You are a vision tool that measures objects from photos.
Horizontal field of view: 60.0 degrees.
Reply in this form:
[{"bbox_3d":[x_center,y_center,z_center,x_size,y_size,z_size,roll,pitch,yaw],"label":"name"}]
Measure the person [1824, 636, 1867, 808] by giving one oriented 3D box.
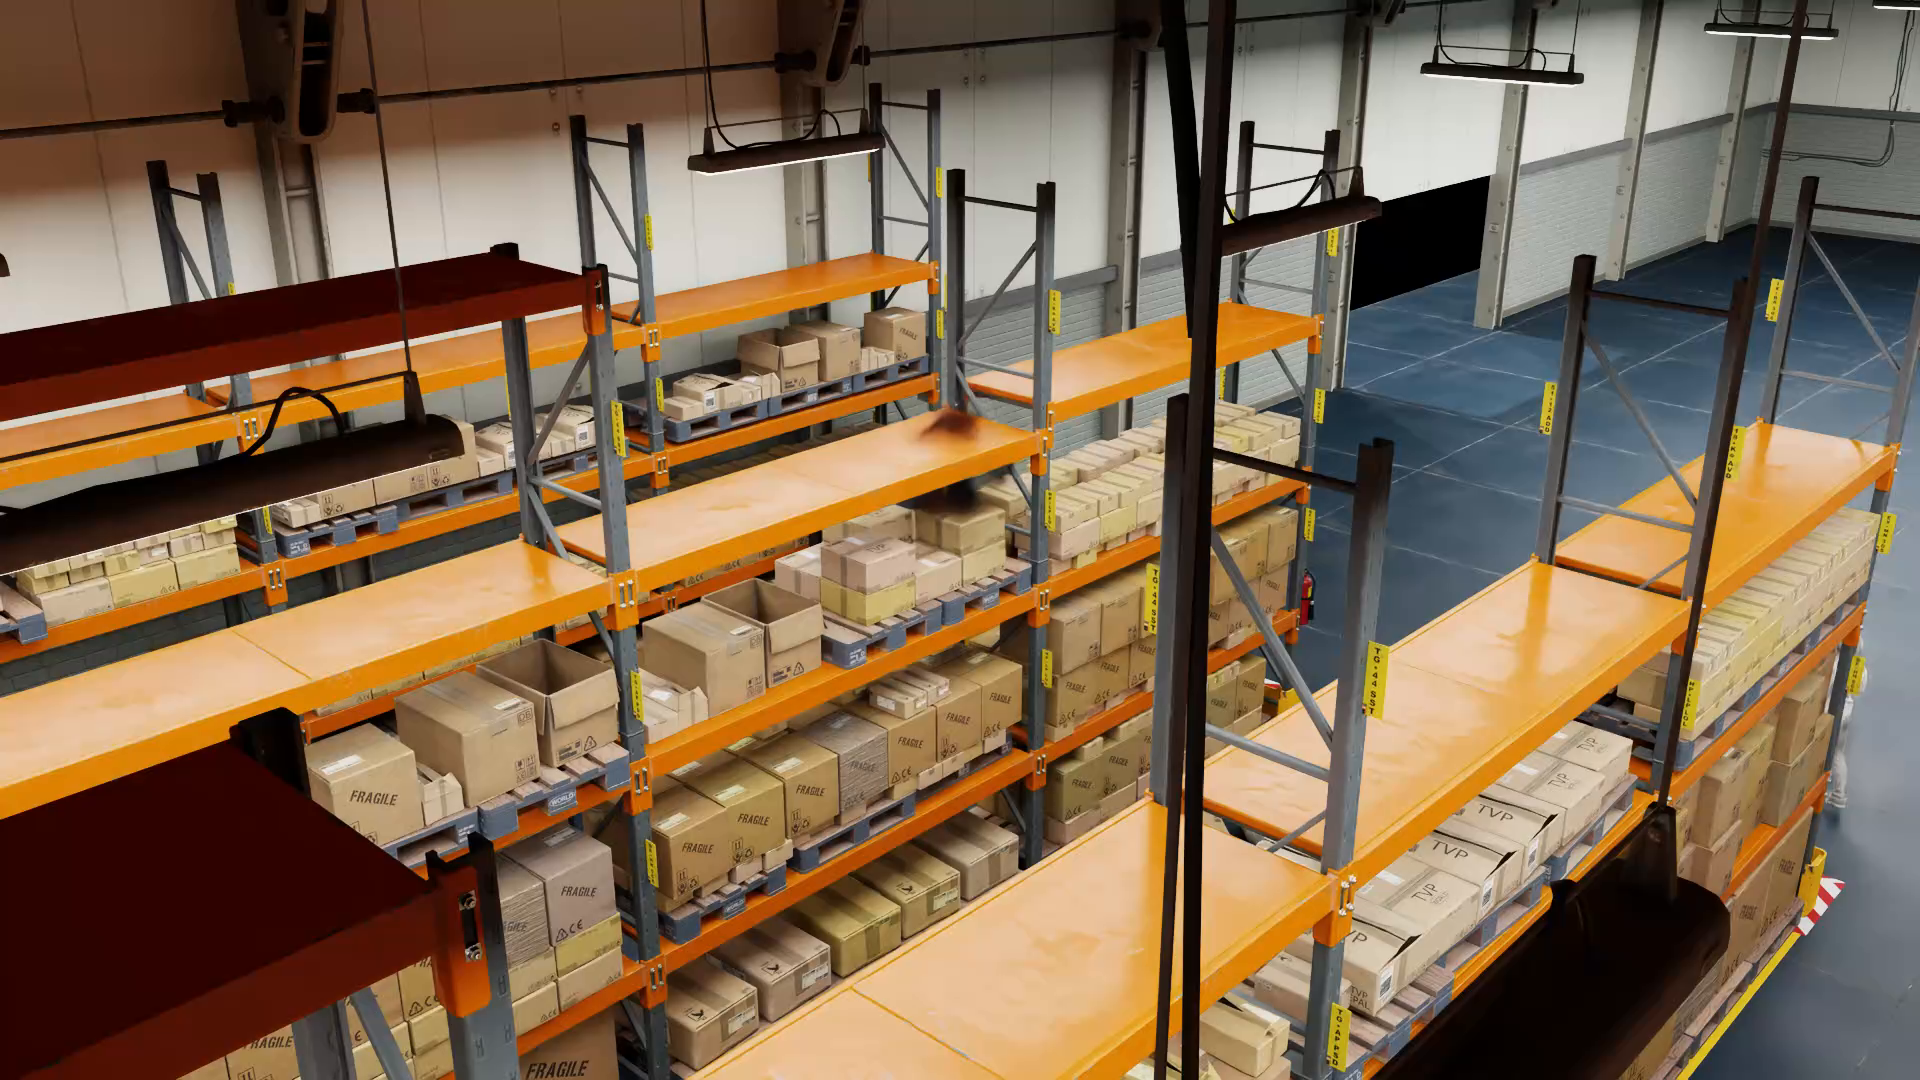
[{"bbox_3d":[8.076,1.629,15.478,0.620,1.691,0.835,3,21,7],"label":"person"}]
